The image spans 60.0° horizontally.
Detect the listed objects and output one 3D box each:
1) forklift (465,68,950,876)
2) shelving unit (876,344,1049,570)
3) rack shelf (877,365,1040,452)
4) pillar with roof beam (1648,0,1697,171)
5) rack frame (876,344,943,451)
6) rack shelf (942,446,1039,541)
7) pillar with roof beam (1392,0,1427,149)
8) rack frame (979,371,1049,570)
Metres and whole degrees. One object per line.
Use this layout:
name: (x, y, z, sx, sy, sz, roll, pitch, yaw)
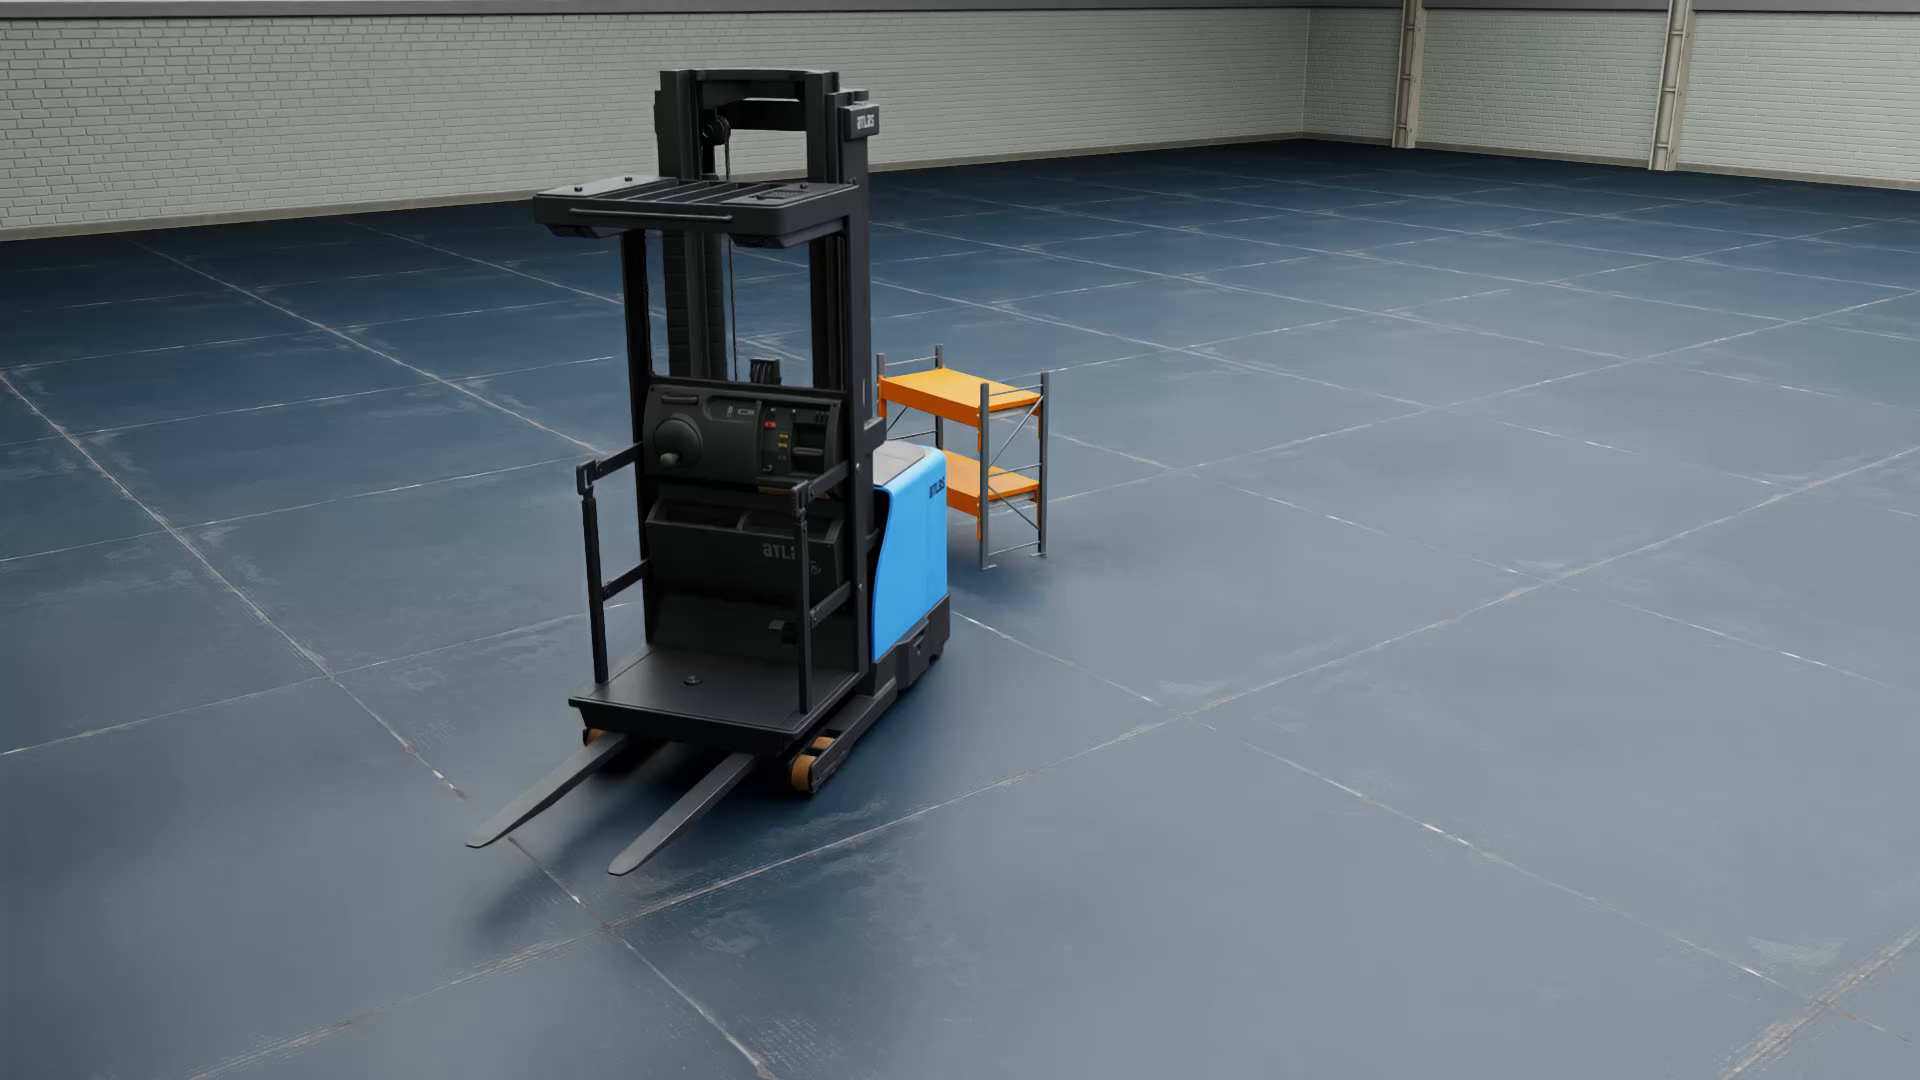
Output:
forklift: (-1.027, -0.453, 7.069, 1.130, 2.935, 3.031, 6, 19, 19)
shelving unit: (0.004, -0.532, 10.181, 0.538, 1.125, 1.048, -14, 23, -36)
rack shelf: (0.004, -0.810, 10.089, 0.538, 0.278, 1.000, -14, 23, -36)
pillar with roof beam: (9.978, -10.473, 27.676, 9.100, 9.000, 0.400, -14, 23, -36)
rack frame: (-0.311, -0.658, 10.559, 0.500, 1.125, 0.032, -14, 23, -36)
rack shelf: (0.004, -0.300, 10.258, 0.538, 0.278, 1.000, -14, 23, -36)
pillar with roof beam: (6.252, -11.952, 32.141, 9.100, 9.000, 0.400, -14, 23, -36)
rack frame: (0.320, -0.407, 9.802, 0.500, 1.125, 0.032, -14, 23, -36)
